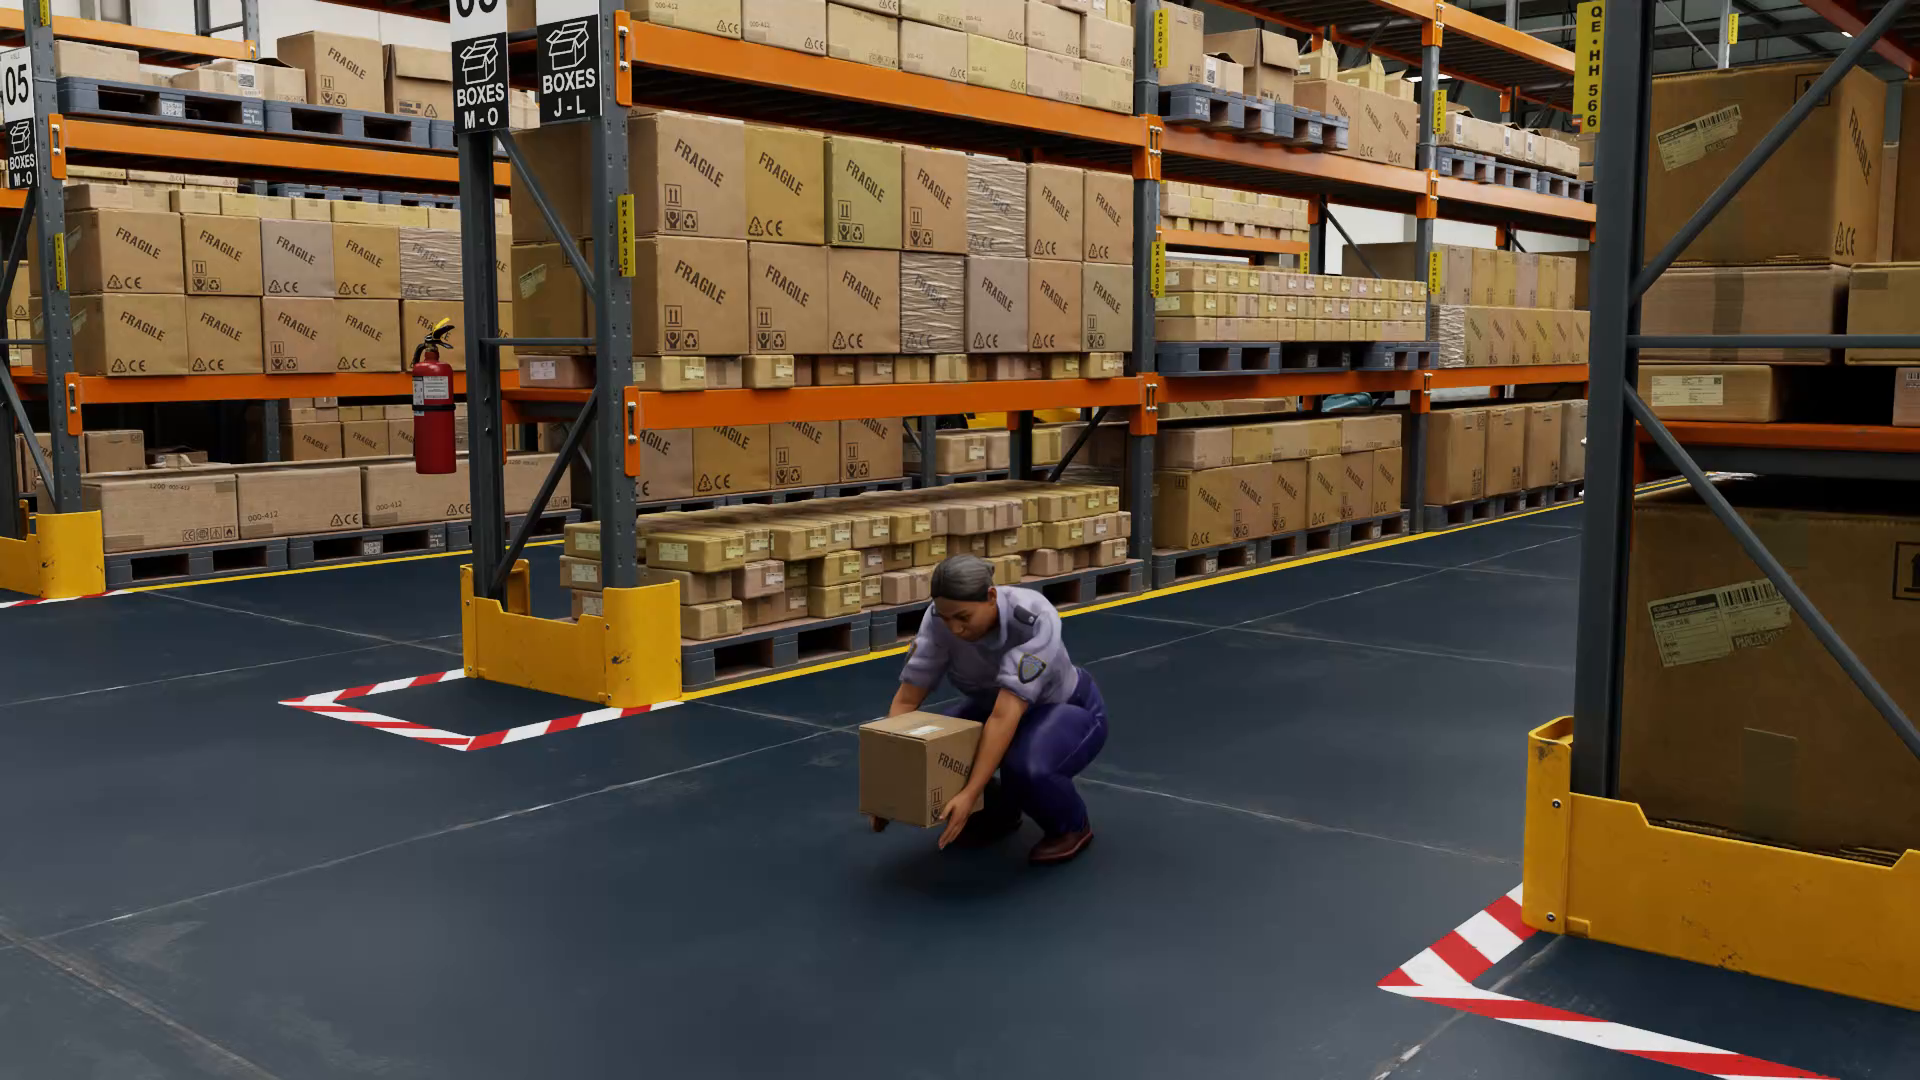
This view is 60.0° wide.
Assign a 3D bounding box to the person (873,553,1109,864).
[{"bbox_3d":[0.107,0.476,4.876,0.521,0.939,0.828,5,9,38],"label":"person"}]
